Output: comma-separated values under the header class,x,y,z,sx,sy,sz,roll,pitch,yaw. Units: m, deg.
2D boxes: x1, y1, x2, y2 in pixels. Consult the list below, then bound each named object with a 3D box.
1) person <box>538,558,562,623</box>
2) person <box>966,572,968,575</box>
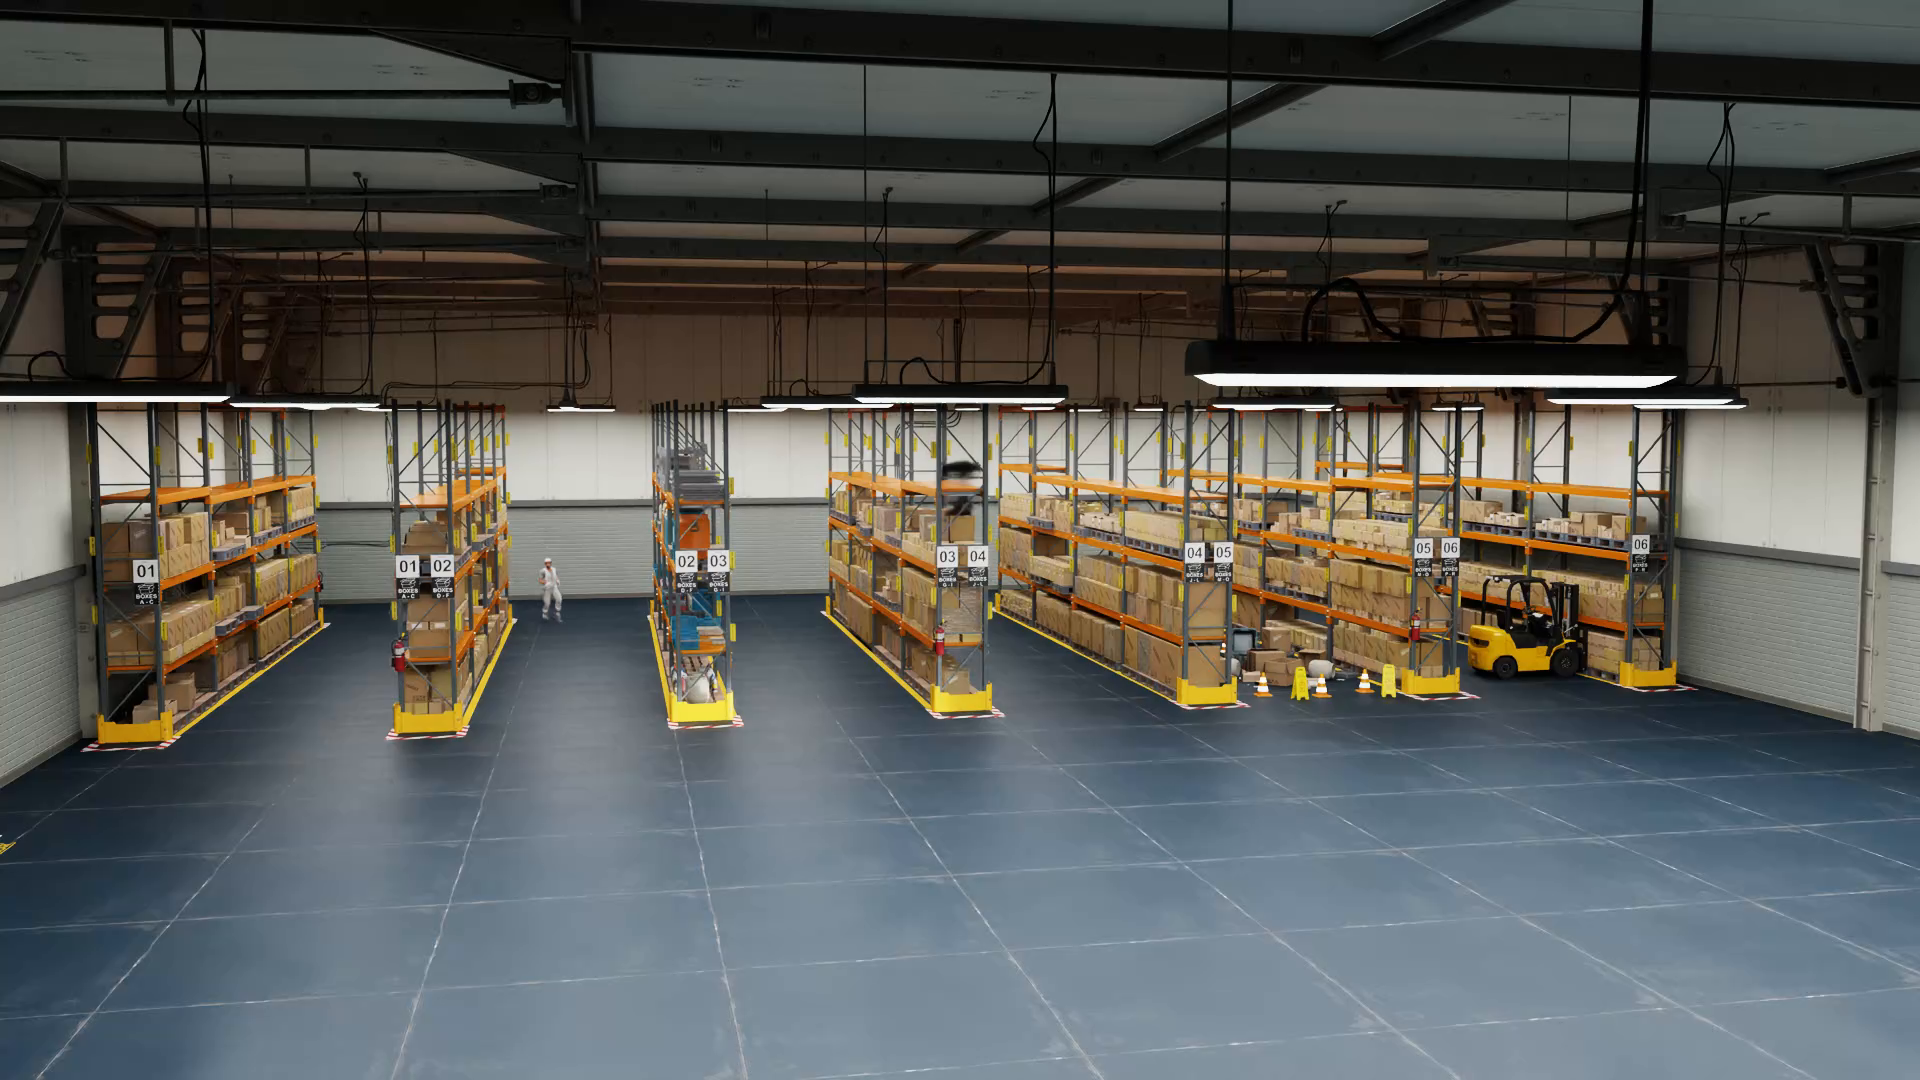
class,x,y,z,sx,sy,sz,roll,pitch,yaw
person,-11.305,1.390,45.803,0.661,1.814,0.736,-3,5,-38
person,0.224,1.492,45.387,0.507,1.635,0.913,-1,4,-16
